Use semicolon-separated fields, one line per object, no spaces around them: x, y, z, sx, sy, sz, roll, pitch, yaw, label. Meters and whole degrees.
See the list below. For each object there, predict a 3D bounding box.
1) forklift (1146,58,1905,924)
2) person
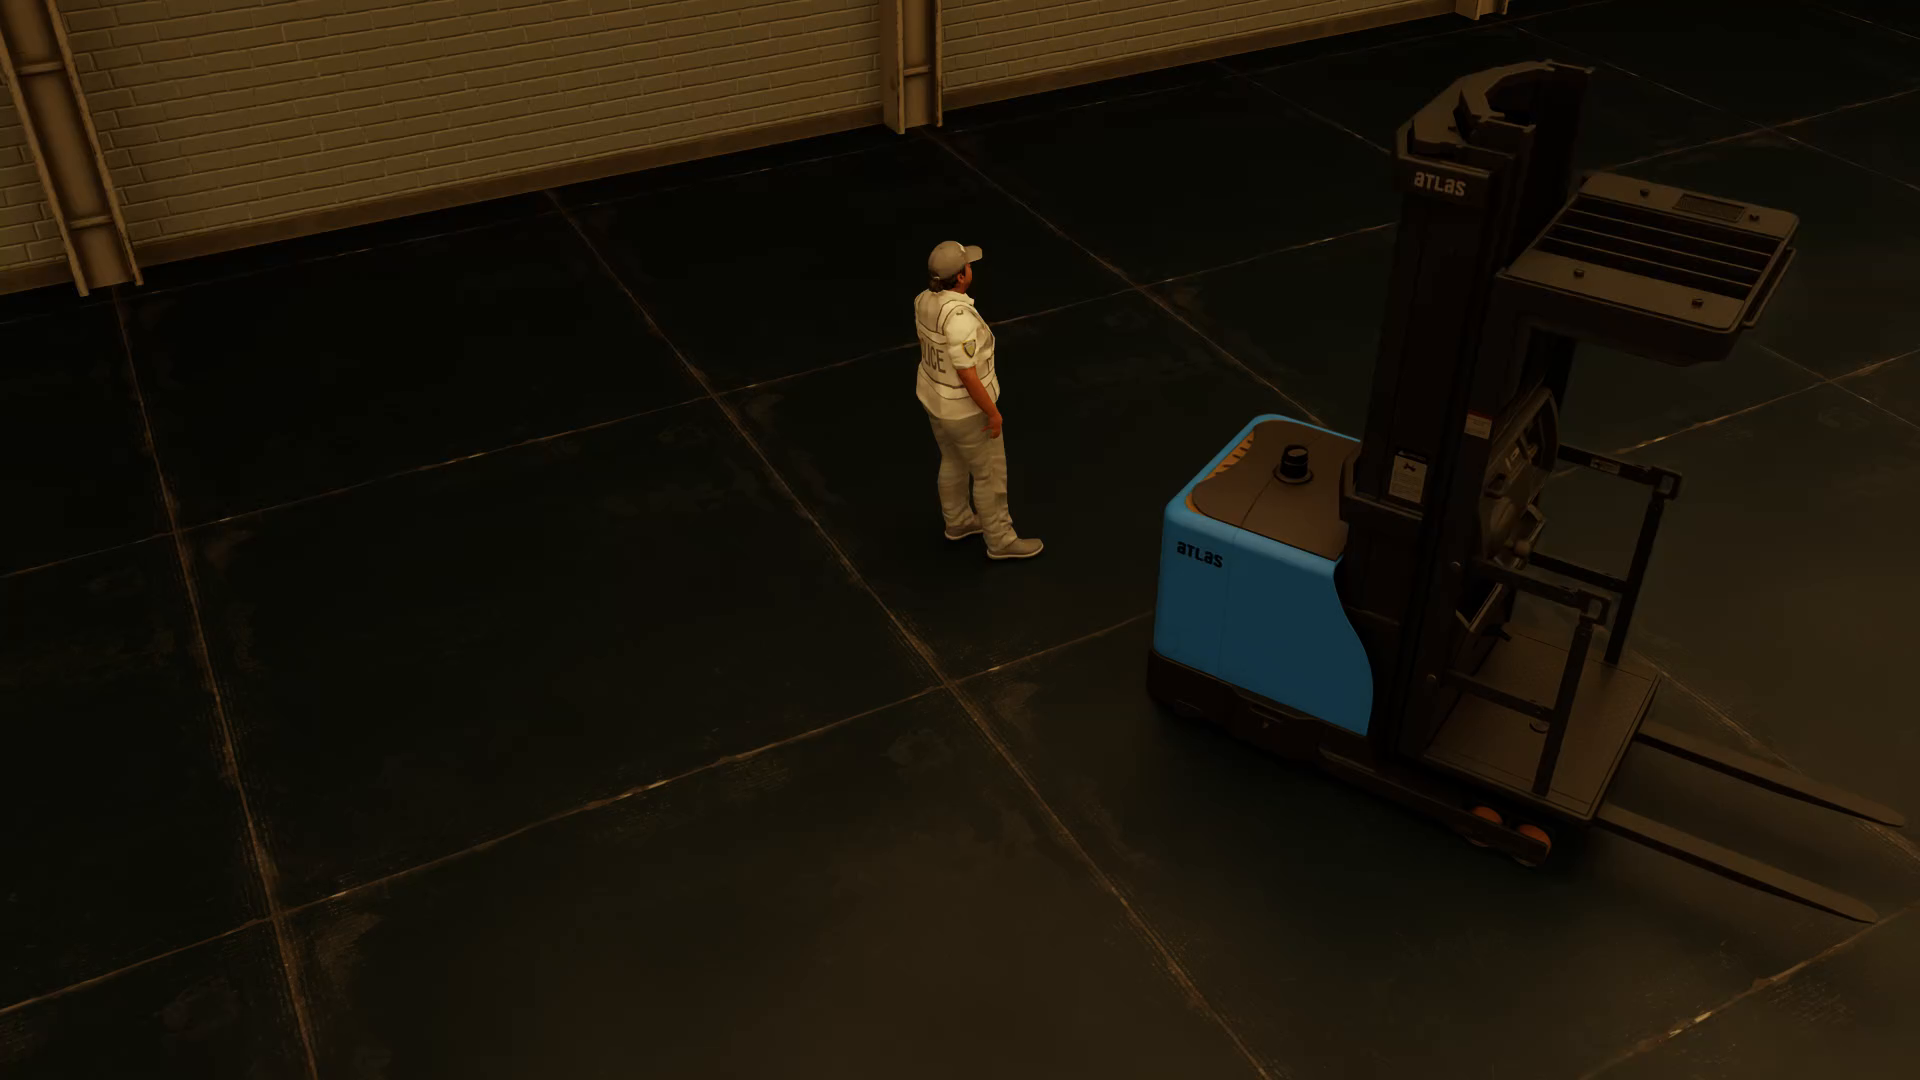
2.360;-0.220;6.434;3.031;2.935;1.130;21;40;27;forklift
0.079;-0.695;8.190;0.529;1.670;0.598;-17;39;-23;person
